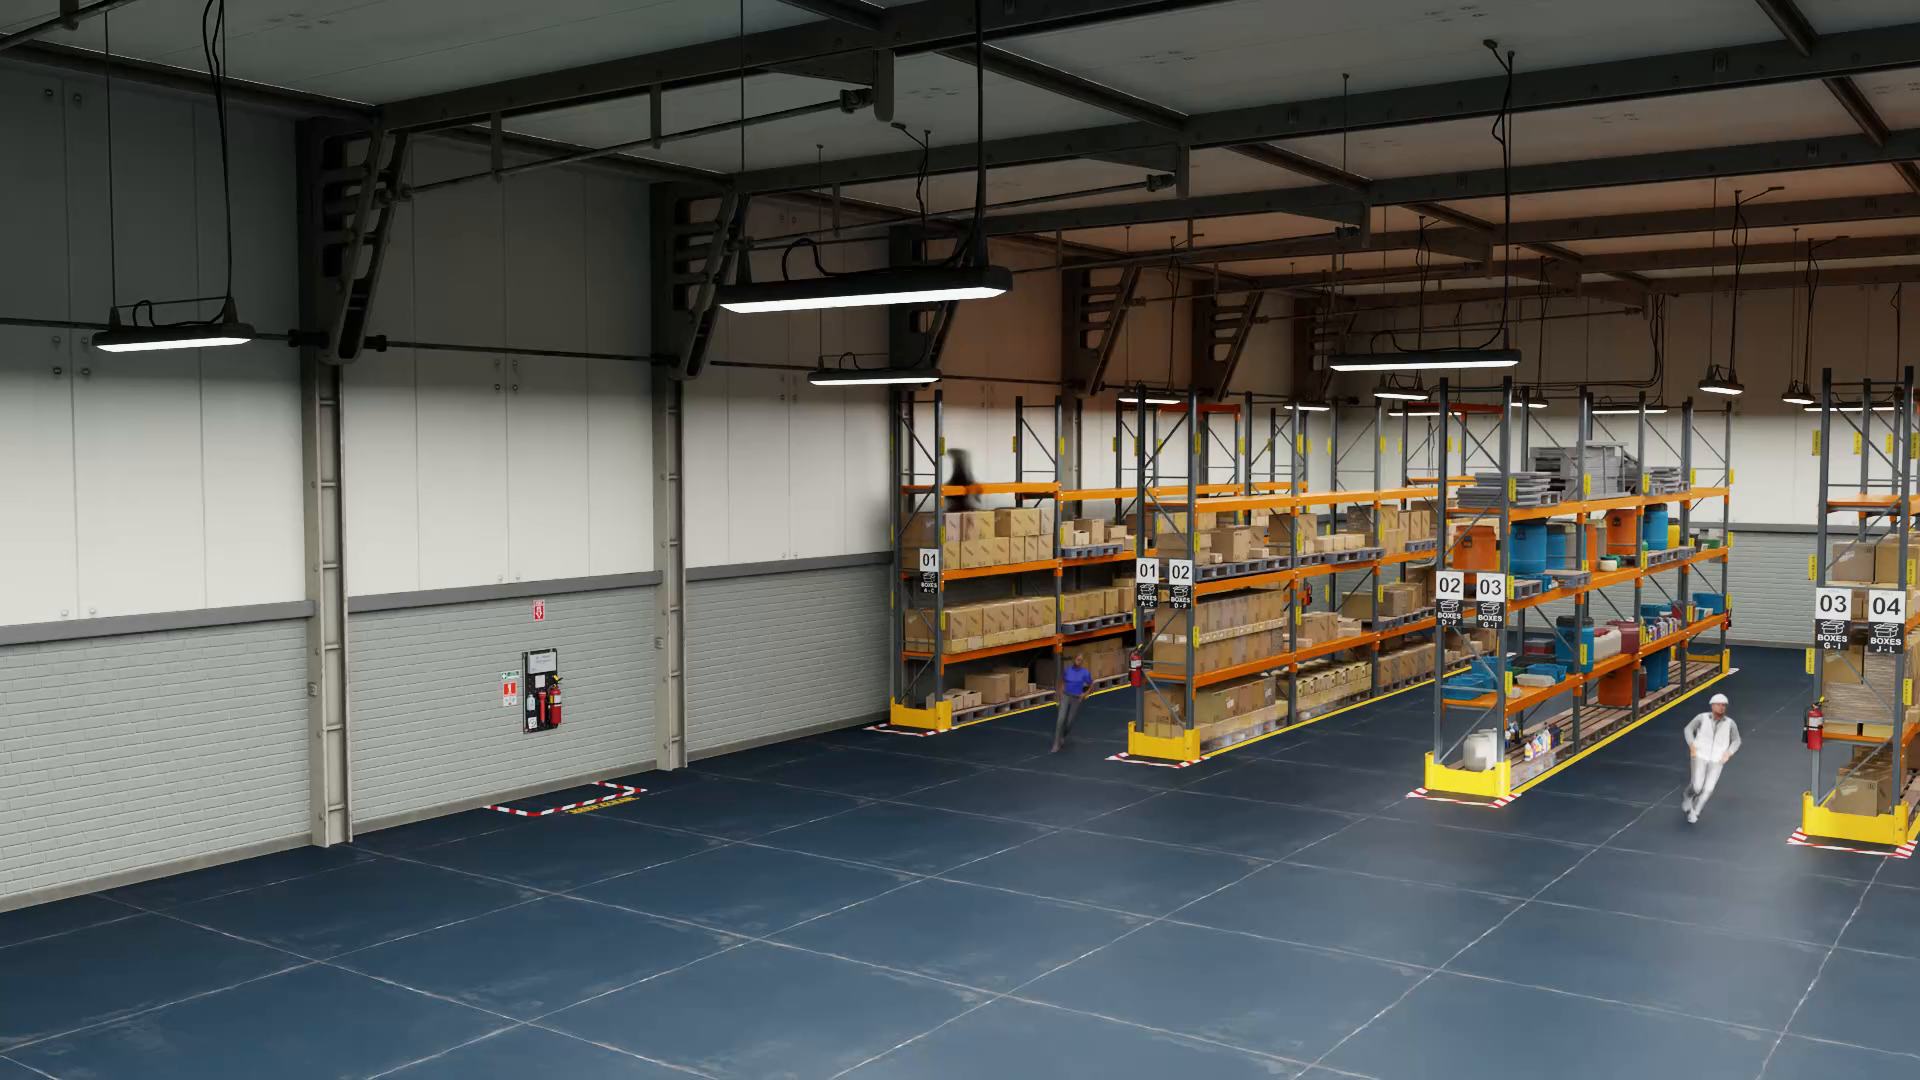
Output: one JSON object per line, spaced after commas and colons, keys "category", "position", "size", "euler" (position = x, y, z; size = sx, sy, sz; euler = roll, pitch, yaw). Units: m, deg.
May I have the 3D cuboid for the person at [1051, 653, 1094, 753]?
{"category": "person", "position": [1.861, 2.658, 27.478], "size": [0.694, 1.620, 0.833], "euler": [0, 3, 4]}

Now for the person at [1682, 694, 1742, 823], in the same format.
{"category": "person", "position": [10.064, 2.912, 22.232], "size": [0.681, 1.735, 0.555], "euler": [1, 3, 13]}
